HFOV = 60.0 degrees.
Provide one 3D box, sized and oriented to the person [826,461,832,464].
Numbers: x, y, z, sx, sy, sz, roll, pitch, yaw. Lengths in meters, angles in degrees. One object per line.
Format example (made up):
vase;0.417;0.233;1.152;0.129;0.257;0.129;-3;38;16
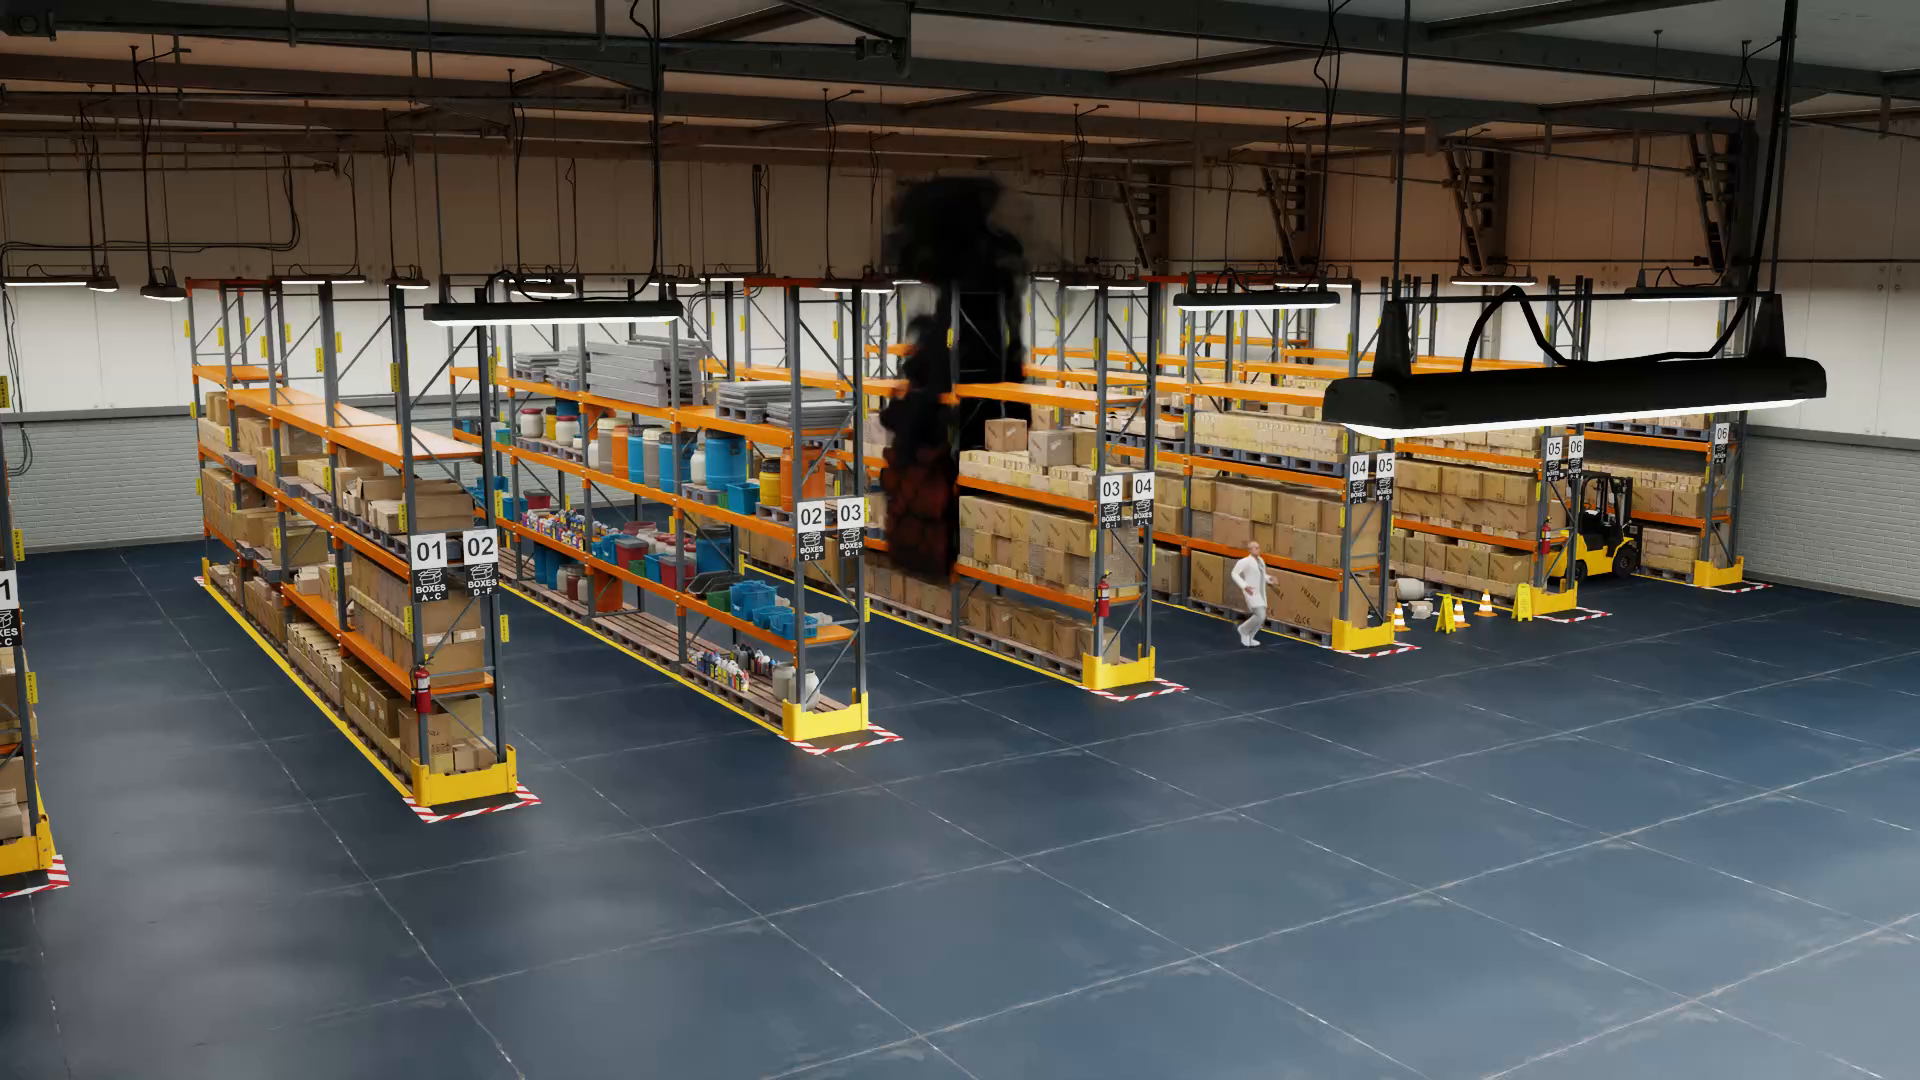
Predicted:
person;-3.173;-1.085;39.668;0.537;1.615;0.558;-4;10;-24

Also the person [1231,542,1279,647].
person;4.891;0.905;27.346;0.642;1.744;0.694;9;13;44
